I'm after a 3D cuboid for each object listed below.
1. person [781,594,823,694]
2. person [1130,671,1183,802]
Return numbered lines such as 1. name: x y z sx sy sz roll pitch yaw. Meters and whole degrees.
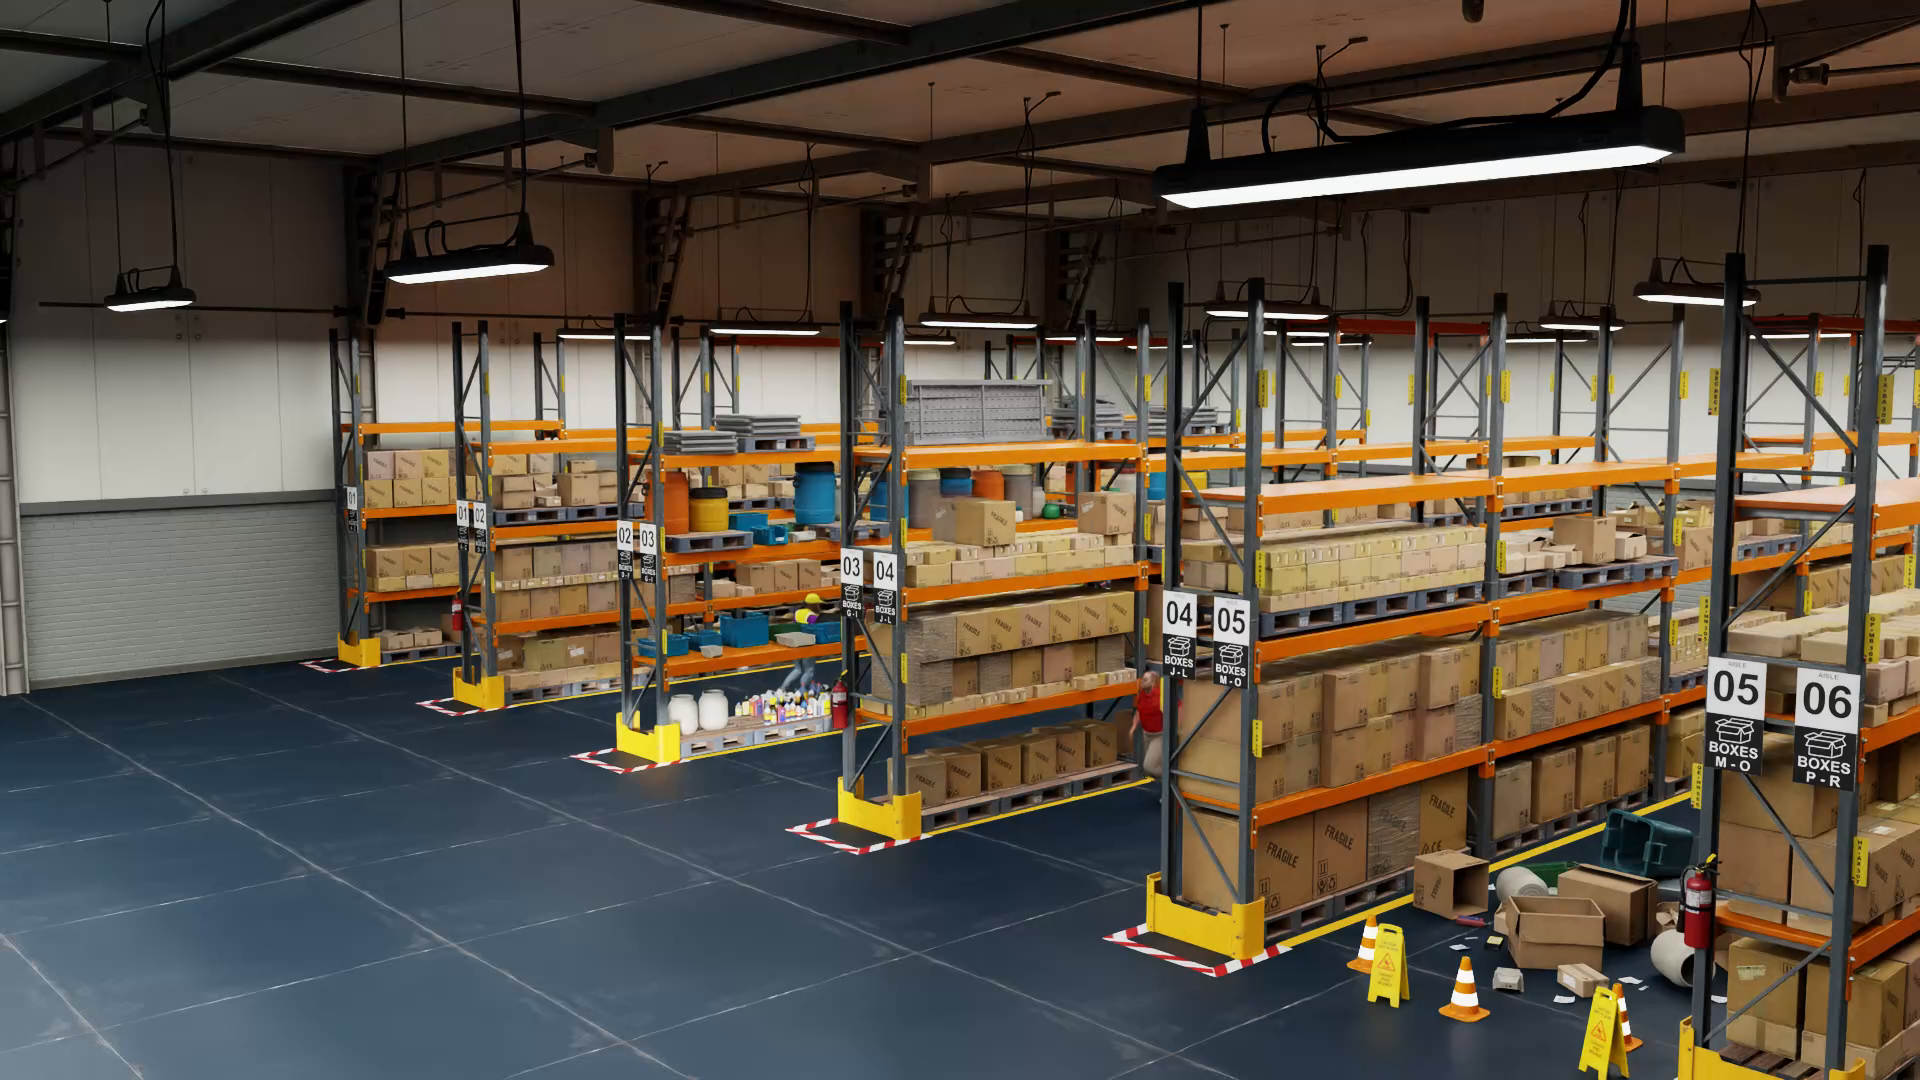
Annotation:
1. person: -2.498 1.714 26.222 0.700 1.736 0.629 -5 7 -39
2. person: 2.404 2.377 20.017 0.726 1.642 0.706 -4 7 -33
